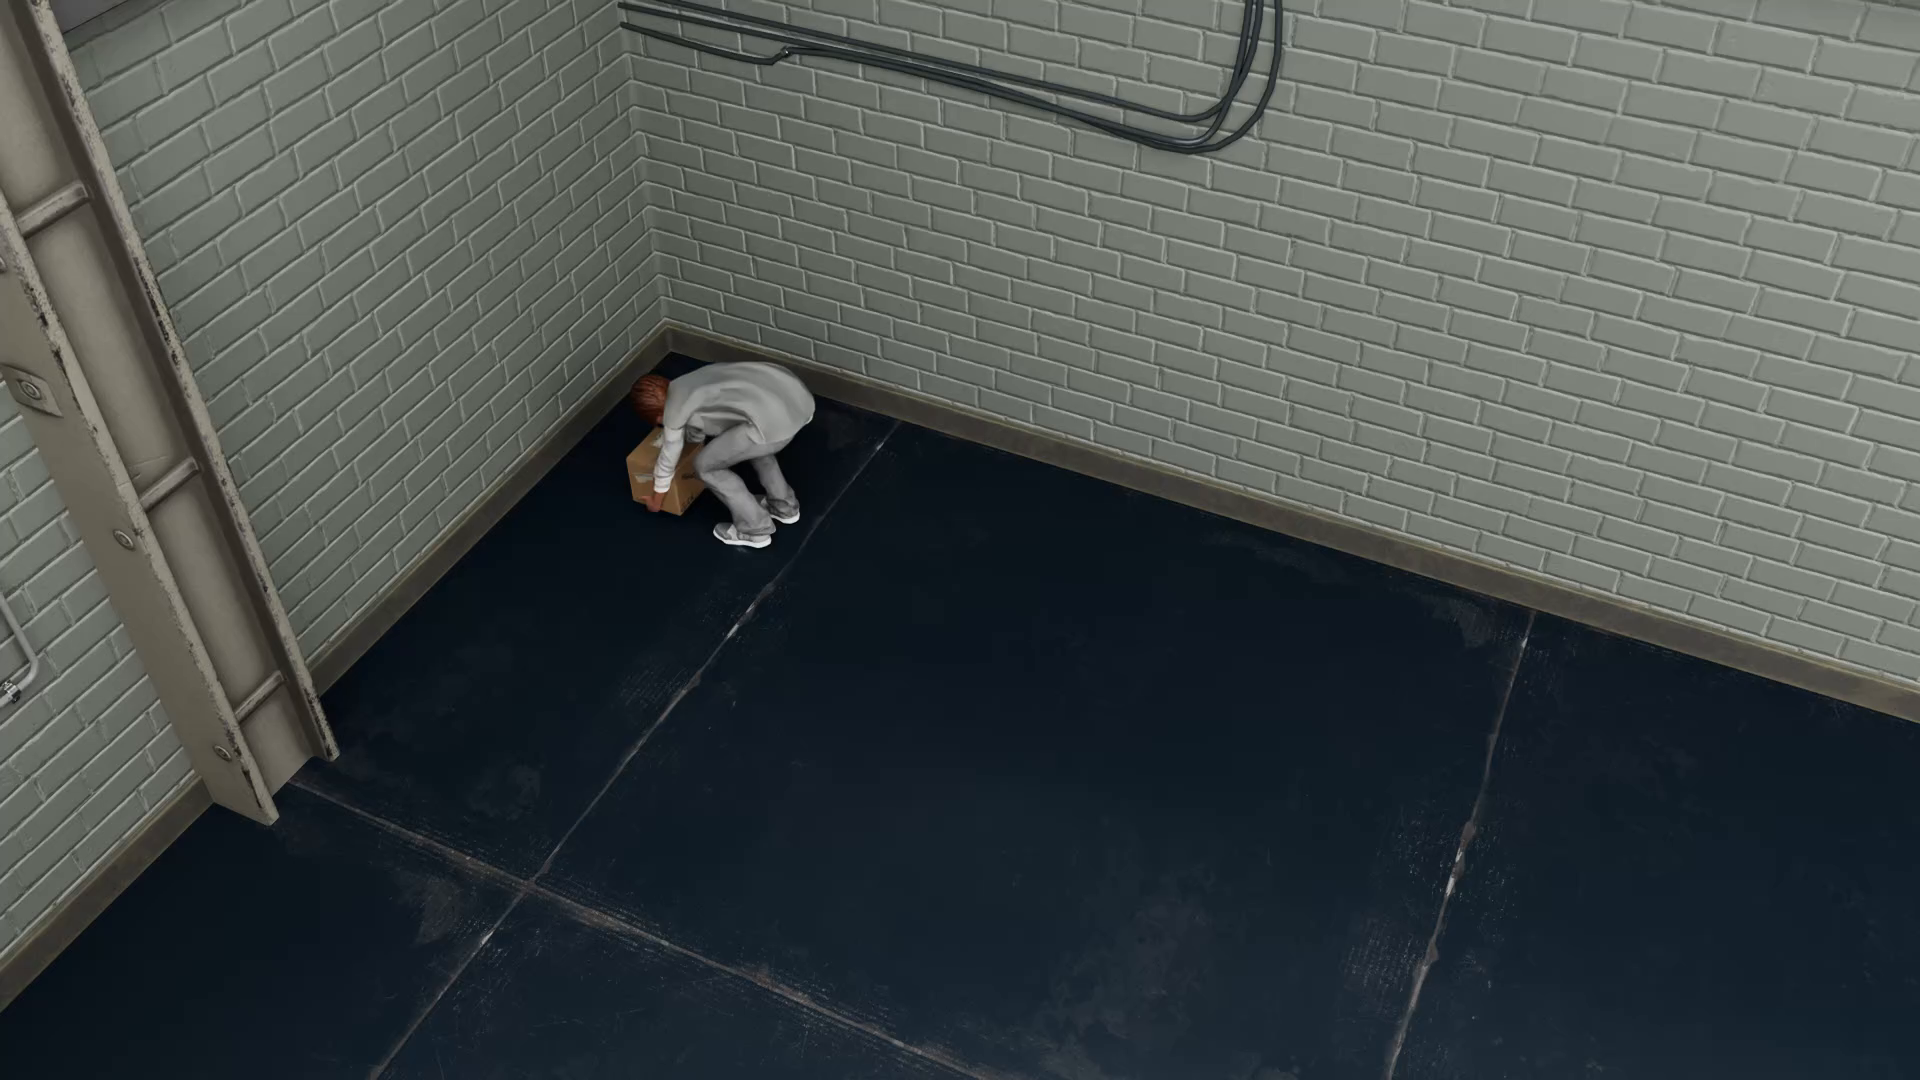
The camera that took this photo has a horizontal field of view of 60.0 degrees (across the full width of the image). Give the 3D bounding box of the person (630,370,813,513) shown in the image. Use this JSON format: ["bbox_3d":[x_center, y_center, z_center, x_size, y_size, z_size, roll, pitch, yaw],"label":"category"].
[{"bbox_3d":[-1.025,-0.412,7.151,0.840,0.801,0.353,16,45,16],"label":"person"}]
